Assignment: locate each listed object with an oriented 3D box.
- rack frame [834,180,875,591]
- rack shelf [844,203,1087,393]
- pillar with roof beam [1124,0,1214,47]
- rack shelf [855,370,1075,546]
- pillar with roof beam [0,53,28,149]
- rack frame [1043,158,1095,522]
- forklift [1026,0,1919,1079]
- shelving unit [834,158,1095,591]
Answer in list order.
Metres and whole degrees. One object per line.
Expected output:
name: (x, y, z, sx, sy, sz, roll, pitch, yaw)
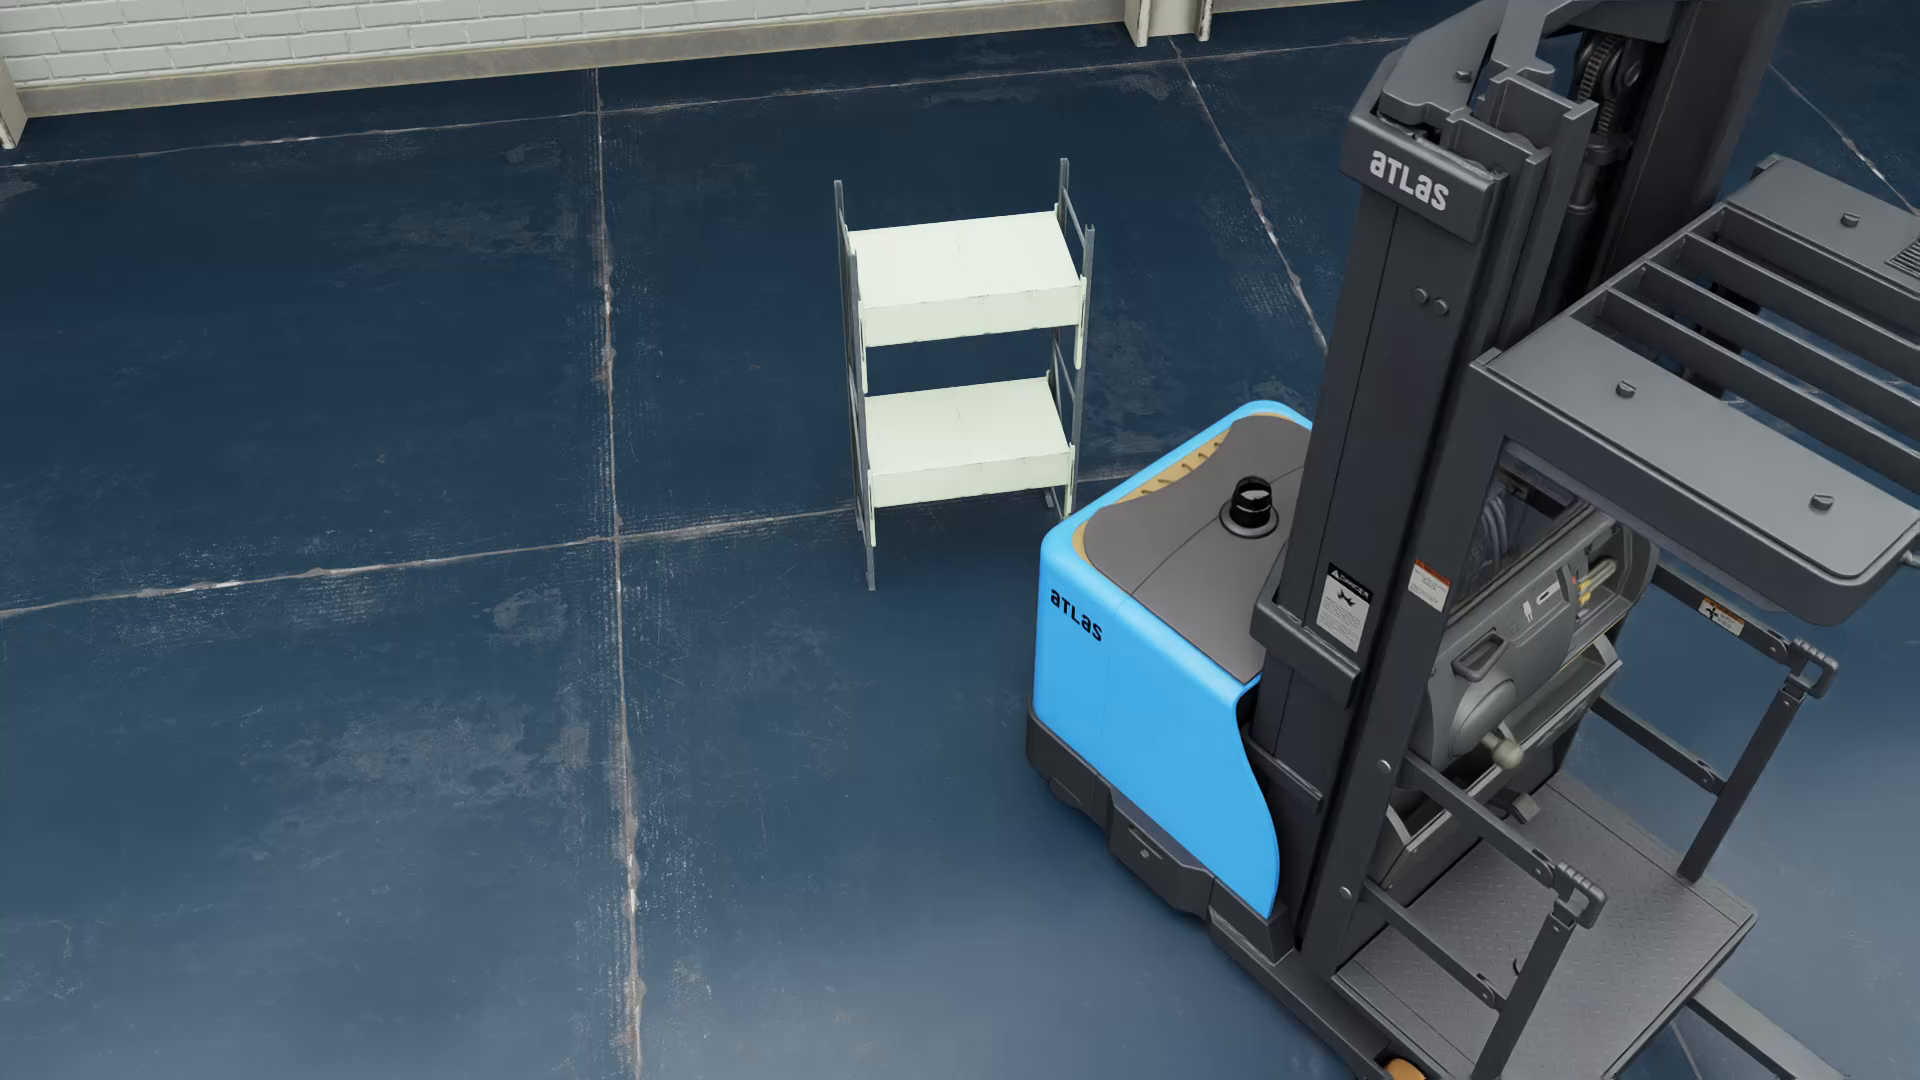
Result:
rack frame: (-0.354, -0.476, 5.667, 0.023, 1.500, 0.400, -7, 46, -7)
rack shelf: (0.007, -0.792, 5.430, 0.720, 0.370, 0.431, -7, 46, -7)
pillar with roof beam: (1.832, -2.796, 2.695, 0.400, 9.000, 9.100, -7, 46, -7)
rack shelf: (0.007, -0.295, 5.945, 0.720, 0.370, 0.431, -7, 46, -7)
pillar with roof beam: (-4.081, -2.060, 1.986, 0.400, 9.000, 9.100, -7, 46, -7)
rack frame: (0.367, -0.566, 5.754, 0.023, 1.500, 0.400, -7, 46, -7)
forklift: (1.562, 0.292, 3.933, 1.130, 2.935, 3.031, -32, 54, -27)
shelving unit: (0.007, -0.521, 5.711, 0.755, 1.500, 0.431, -7, 46, -7)
